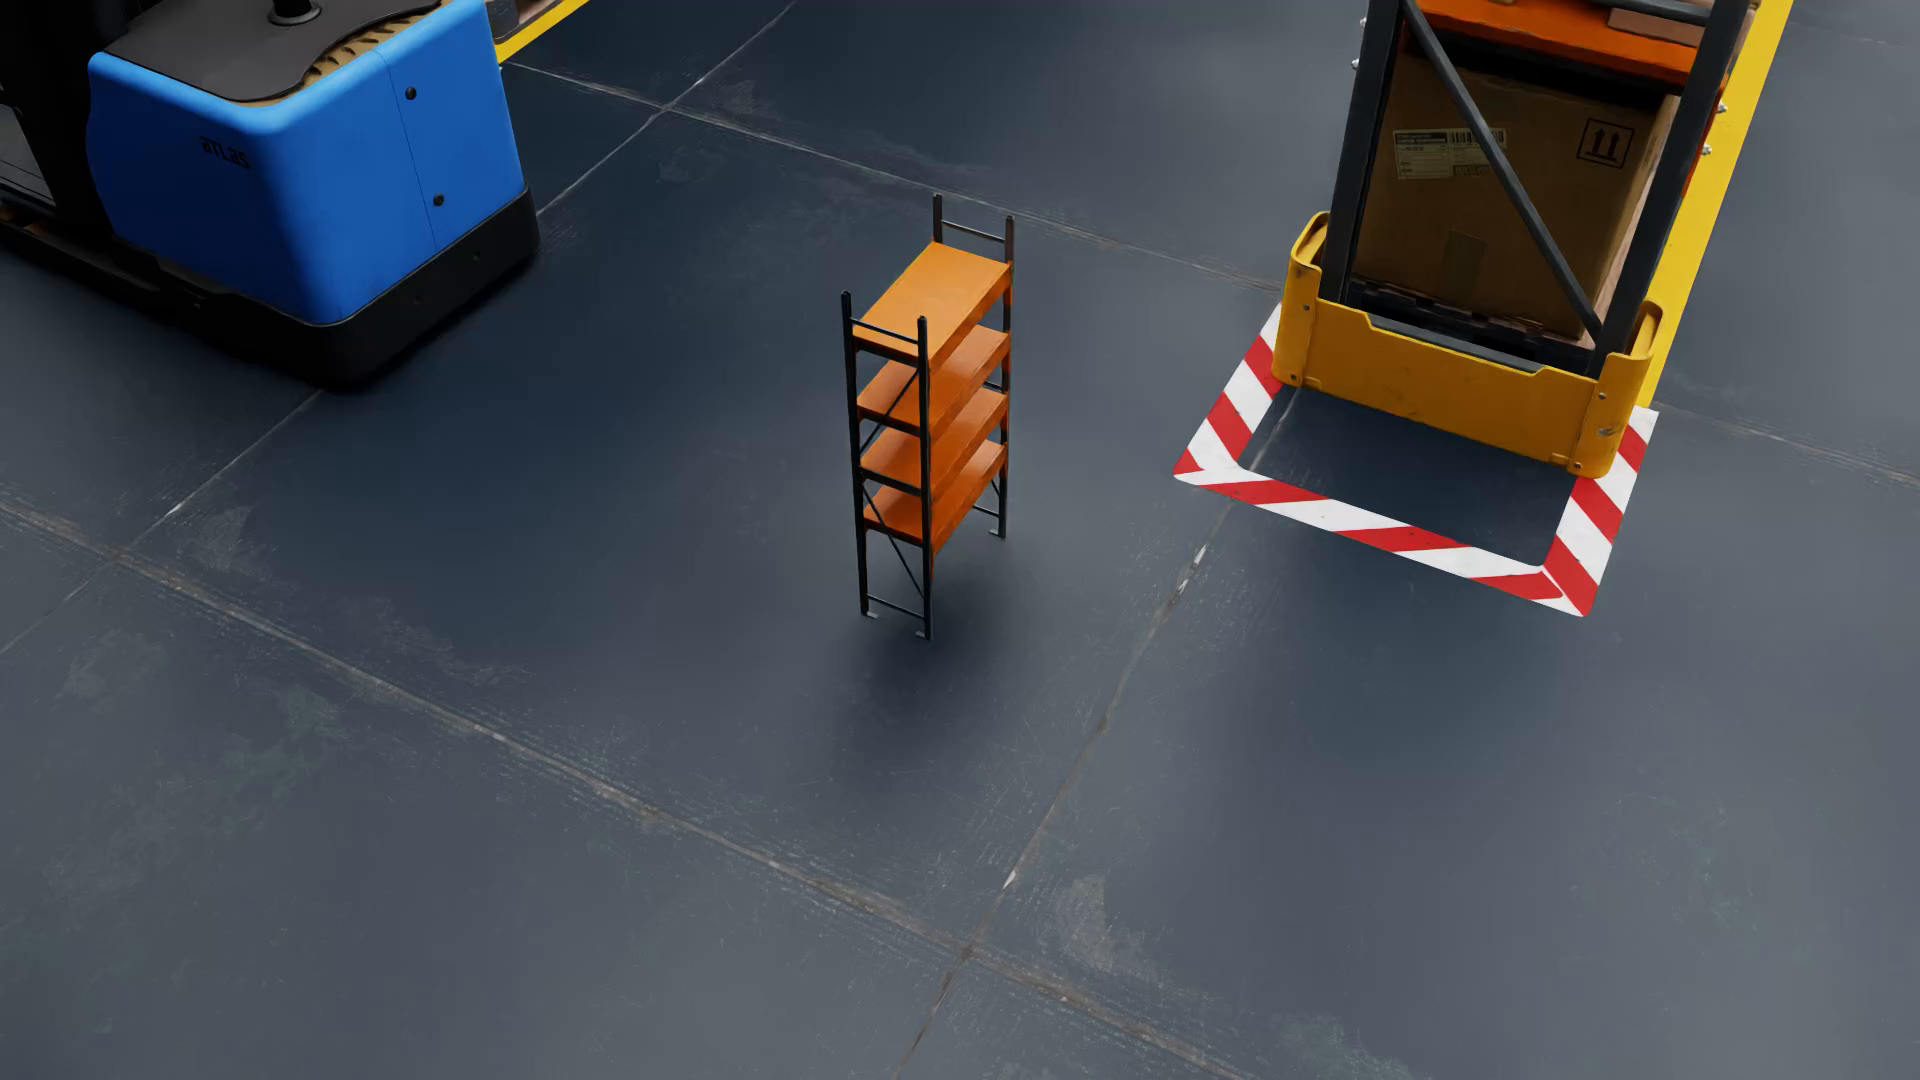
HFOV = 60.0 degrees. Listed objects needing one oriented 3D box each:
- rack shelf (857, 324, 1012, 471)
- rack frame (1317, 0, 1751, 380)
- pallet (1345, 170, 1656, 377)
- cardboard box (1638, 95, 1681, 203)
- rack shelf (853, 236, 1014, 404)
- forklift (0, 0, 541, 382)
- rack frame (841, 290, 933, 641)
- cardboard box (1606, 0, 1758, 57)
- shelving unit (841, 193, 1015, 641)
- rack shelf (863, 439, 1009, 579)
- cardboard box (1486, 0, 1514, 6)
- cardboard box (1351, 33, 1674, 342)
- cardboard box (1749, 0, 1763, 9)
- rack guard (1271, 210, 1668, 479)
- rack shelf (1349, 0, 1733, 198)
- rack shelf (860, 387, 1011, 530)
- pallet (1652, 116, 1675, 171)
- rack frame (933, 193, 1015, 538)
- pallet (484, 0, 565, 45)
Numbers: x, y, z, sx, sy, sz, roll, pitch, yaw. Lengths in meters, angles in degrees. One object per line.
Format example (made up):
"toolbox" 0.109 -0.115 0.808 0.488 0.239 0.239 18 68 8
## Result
"rack shelf" -0.077 -0.427 4.609 0.258 0.148 0.480 20 49 19
"rack frame" 1.677 -1.555 4.677 1.000 3.000 0.127 20 49 19
"pallet" 1.979 -1.104 6.193 1.003 0.211 1.213 20 49 19
"cardboard box" 2.326 -1.958 6.275 0.875 0.875 0.875 20 49 19
"rack shelf" -0.077 -0.594 4.441 0.258 0.148 0.480 20 49 19
"forklift" -3.107 -2.366 5.528 3.031 2.935 1.130 23 50 21
"rack frame" -0.190 -0.164 4.568 0.240 1.200 0.015 20 49 19
"cardboard box" 2.134 -1.581 4.880 0.380 0.149 0.250 21 49 19
"shelving unit" -0.077 -0.317 4.720 0.258 1.200 0.503 20 49 19
"rack shelf" -0.077 -0.131 4.909 0.258 0.148 0.480 20 49 19
"cardboard box" 1.551 -1.799 5.096 0.380 0.149 0.250 21 49 20
"cardboard box" 1.903 -1.385 5.708 0.875 0.875 0.875 20 49 19
"cardboard box" 2.139 -1.820 4.836 0.500 0.250 0.500 19 48 18
"rack guard" 1.666 -0.661 5.552 1.175 0.500 0.348 20 49 19
"rack shelf" 2.605 -2.562 6.179 1.077 0.370 4.000 20 49 19
"rack shelf" -0.077 -0.270 4.768 0.258 0.148 0.480 20 49 19
"pallet" 2.546 -1.870 6.949 1.003 0.211 1.213 20 49 19
"rack frame" 0.036 -0.471 4.872 0.240 1.200 0.015 20 49 19
"pallet" -2.226 -2.824 7.892 1.003 0.211 1.213 20 49 19
